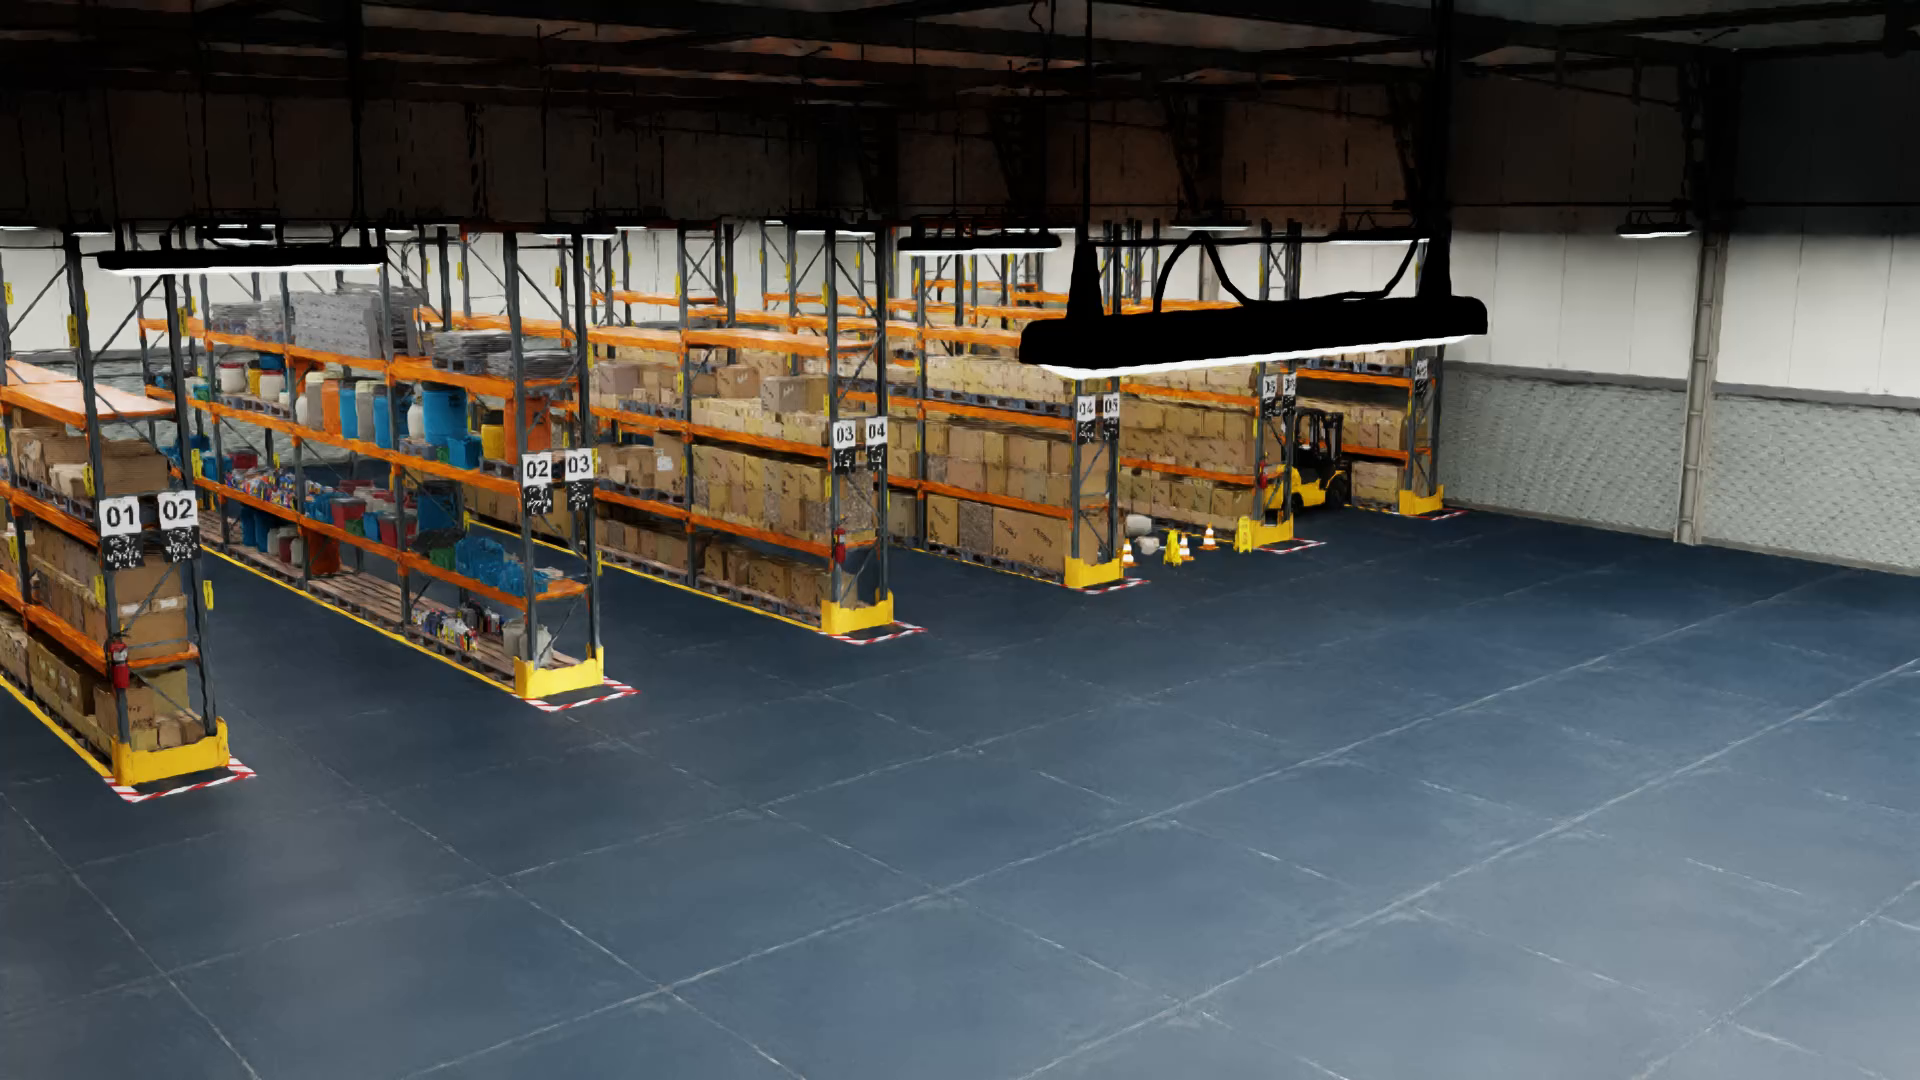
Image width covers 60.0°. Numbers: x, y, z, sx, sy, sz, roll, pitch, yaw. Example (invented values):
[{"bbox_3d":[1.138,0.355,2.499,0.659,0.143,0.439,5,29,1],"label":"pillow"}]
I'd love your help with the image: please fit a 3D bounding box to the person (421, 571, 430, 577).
[{"bbox_3d":[-9.021,-0.199,28.647,0.682,1.676,0.529,-11,15,-42],"label":"person"}]
